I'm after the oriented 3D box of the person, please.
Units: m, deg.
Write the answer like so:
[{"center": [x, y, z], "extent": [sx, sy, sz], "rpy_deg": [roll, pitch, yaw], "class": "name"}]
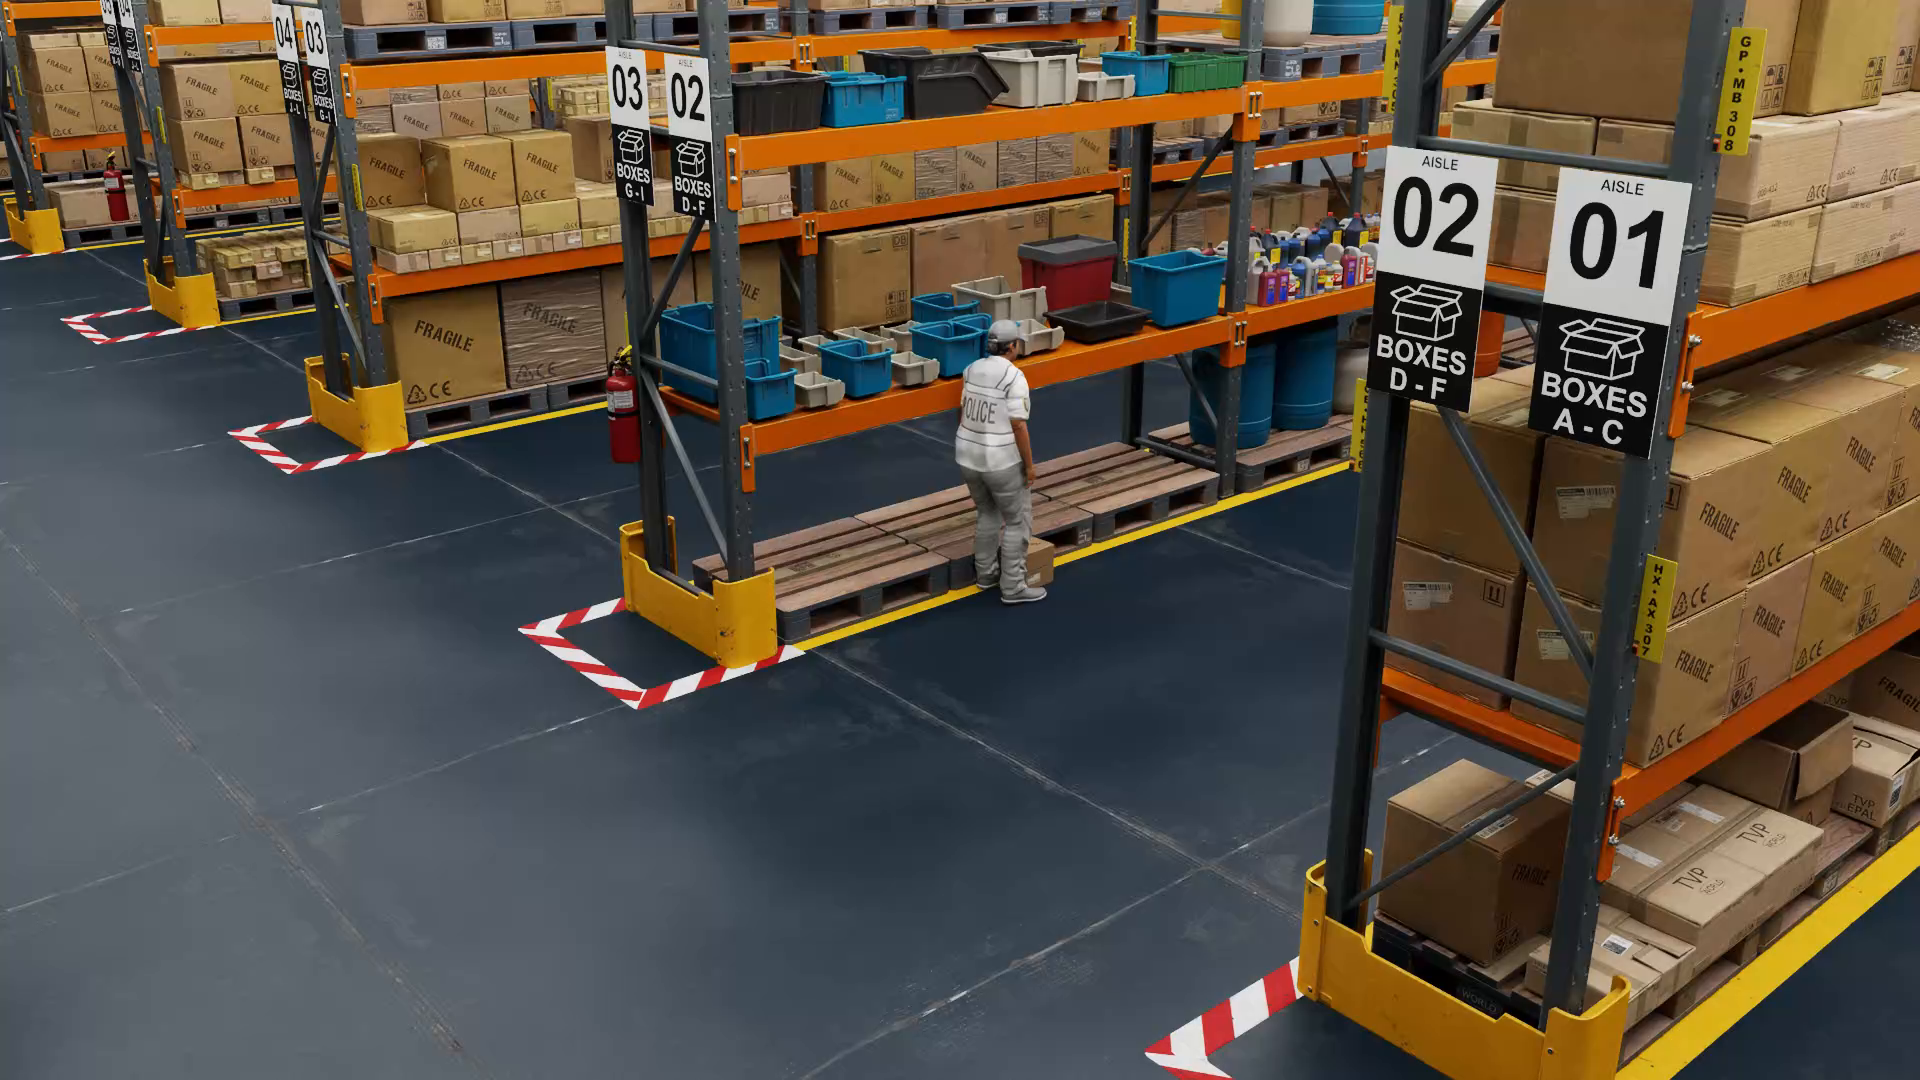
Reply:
[{"center": [0.239, -0.465, 9.778], "extent": [0.563, 1.666, 0.470], "rpy_deg": [20, 29, 41], "class": "person"}]
